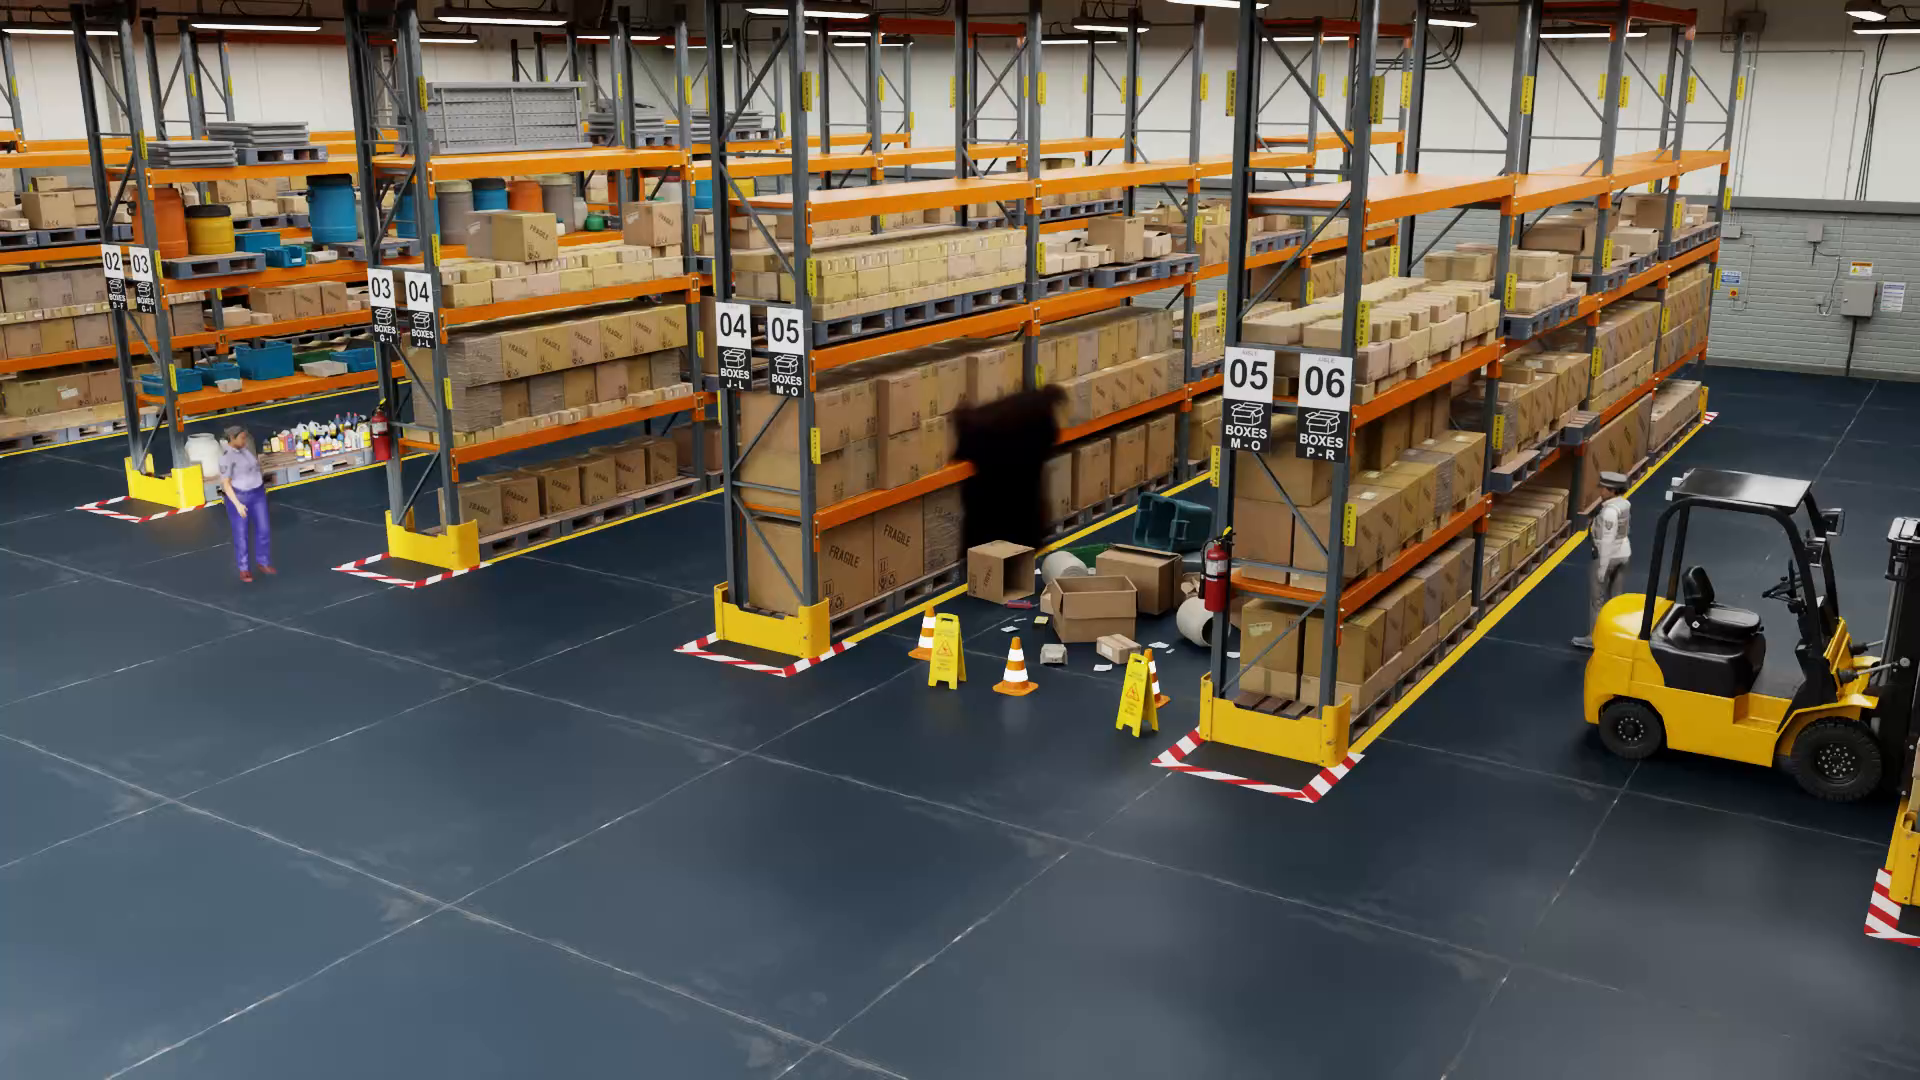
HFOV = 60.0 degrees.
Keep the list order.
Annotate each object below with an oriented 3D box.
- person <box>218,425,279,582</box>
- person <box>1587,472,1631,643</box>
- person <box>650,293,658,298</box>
[{"bbox_3d":[-7.565,-0.382,17.607,0.495,1.698,0.524,11,19,34],"label":"person"},{"bbox_3d":[6.049,0.163,15.439,0.497,1.607,0.389,-8,17,-26],"label":"person"},{"bbox_3d":[-6.806,-6.238,38.645,0.970,1.600,0.533,7,17,22],"label":"person"}]
